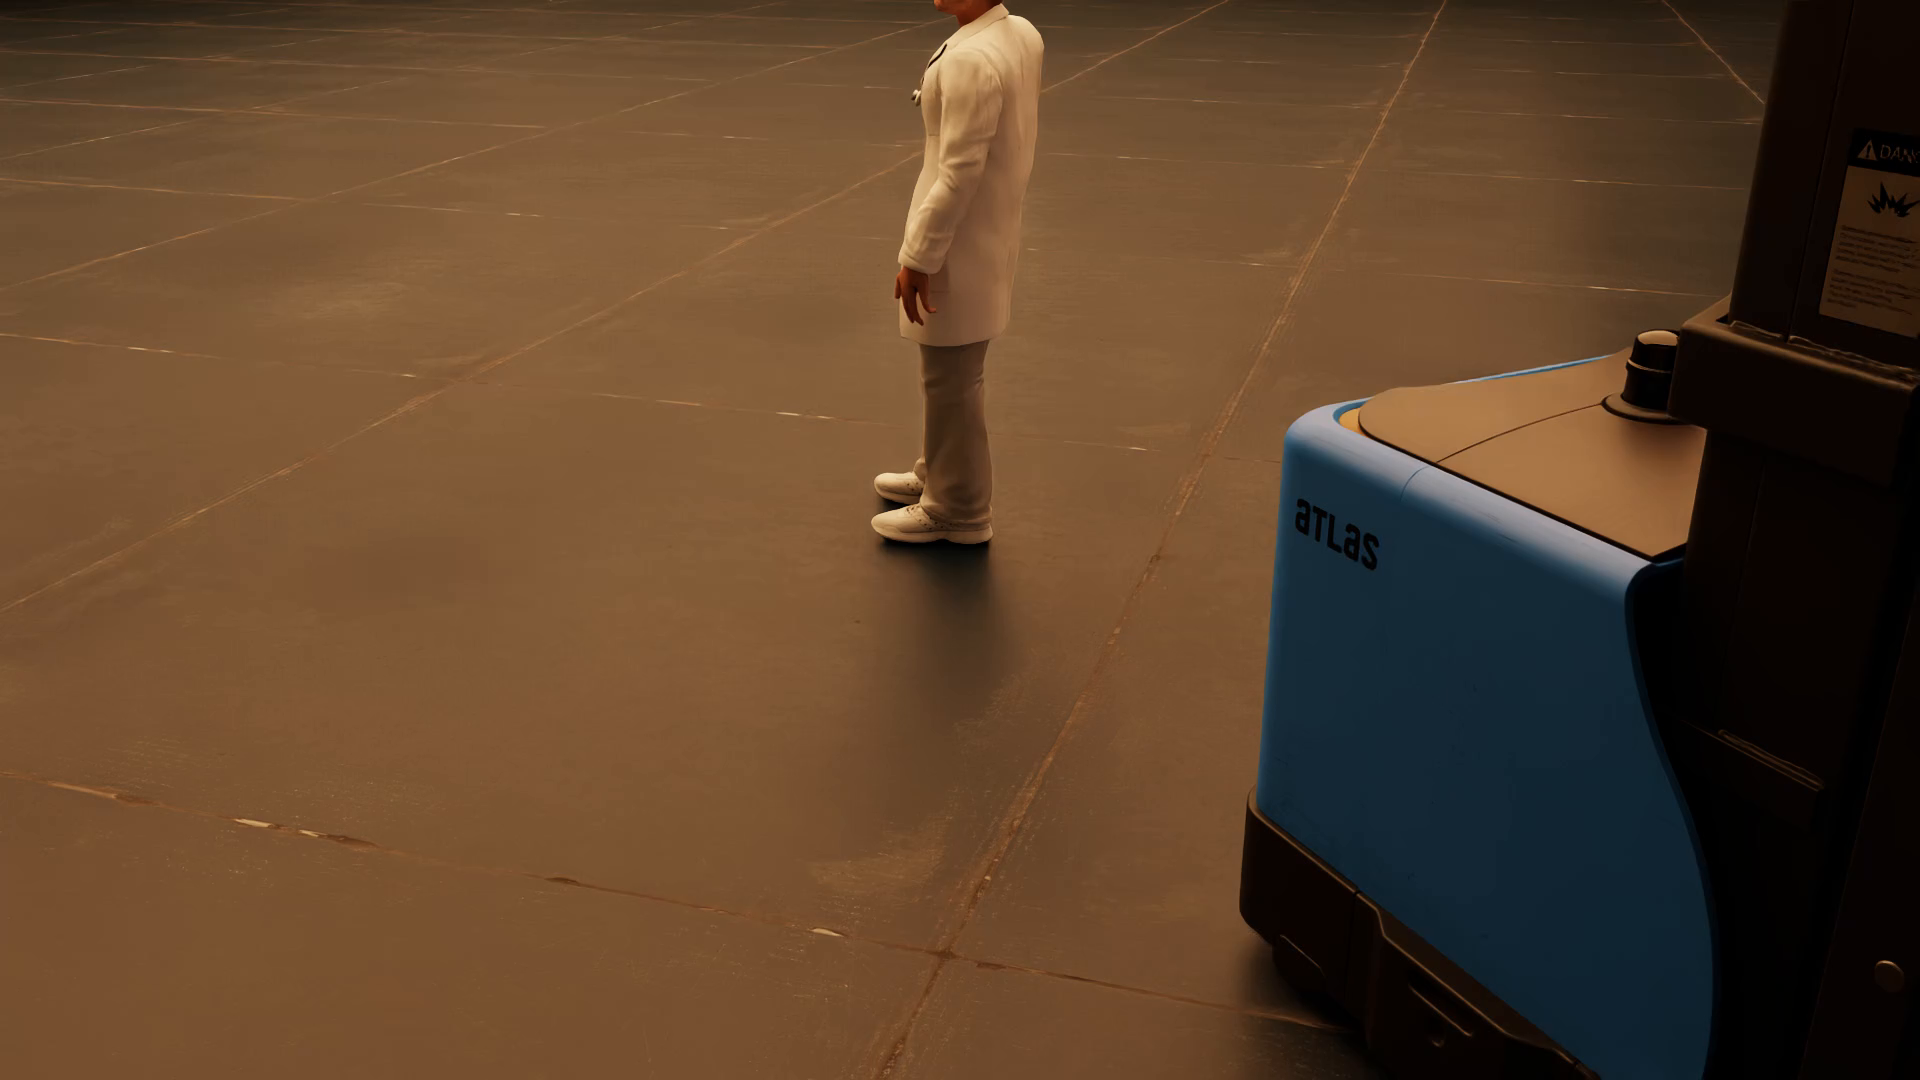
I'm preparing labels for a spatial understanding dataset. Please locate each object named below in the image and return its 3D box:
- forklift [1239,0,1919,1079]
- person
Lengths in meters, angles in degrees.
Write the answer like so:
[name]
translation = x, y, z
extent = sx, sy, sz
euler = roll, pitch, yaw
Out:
[forklift]
translation = 1.664, -0.170, 1.692
extent = 1.130, 2.935, 3.031
euler = -11, 25, -25
[person]
translation = -0.086, -0.840, 4.807
extent = 0.578, 1.777, 0.698
euler = 7, 23, 16
